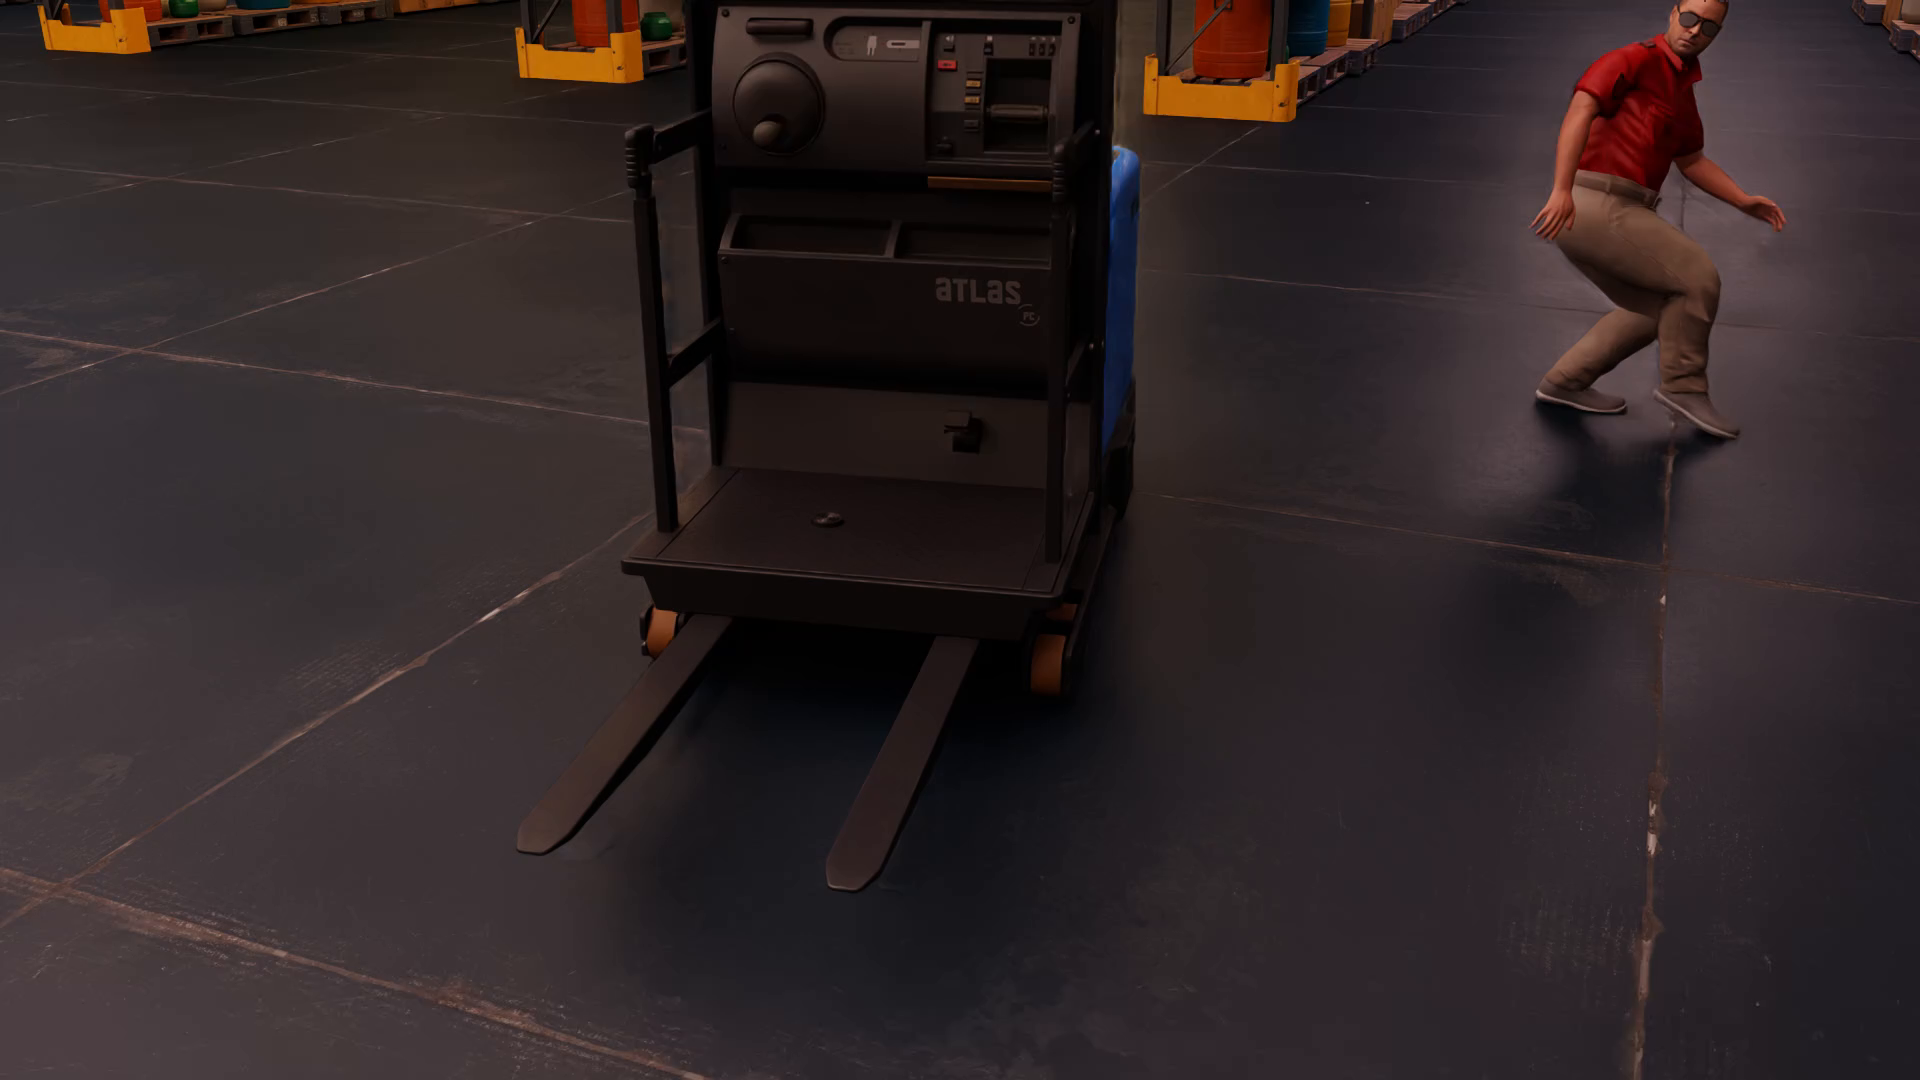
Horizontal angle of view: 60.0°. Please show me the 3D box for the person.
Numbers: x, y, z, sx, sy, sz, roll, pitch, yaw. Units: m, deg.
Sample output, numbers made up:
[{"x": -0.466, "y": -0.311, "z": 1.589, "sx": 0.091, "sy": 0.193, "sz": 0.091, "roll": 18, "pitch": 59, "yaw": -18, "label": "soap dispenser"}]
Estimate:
[{"x": 2.866, "y": -1.280, "z": 6.045, "sx": 0.775, "sy": 1.684, "sz": 0.604, "roll": -20, "pitch": 30, "yaw": -40, "label": "person"}]

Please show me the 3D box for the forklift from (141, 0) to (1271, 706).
[{"x": -0.606, "y": -1.215, "z": 4.200, "sx": 3.031, "sy": 2.935, "sz": 1.130, "roll": -14, "pitch": 27, "yaw": -31, "label": "forklift"}]
